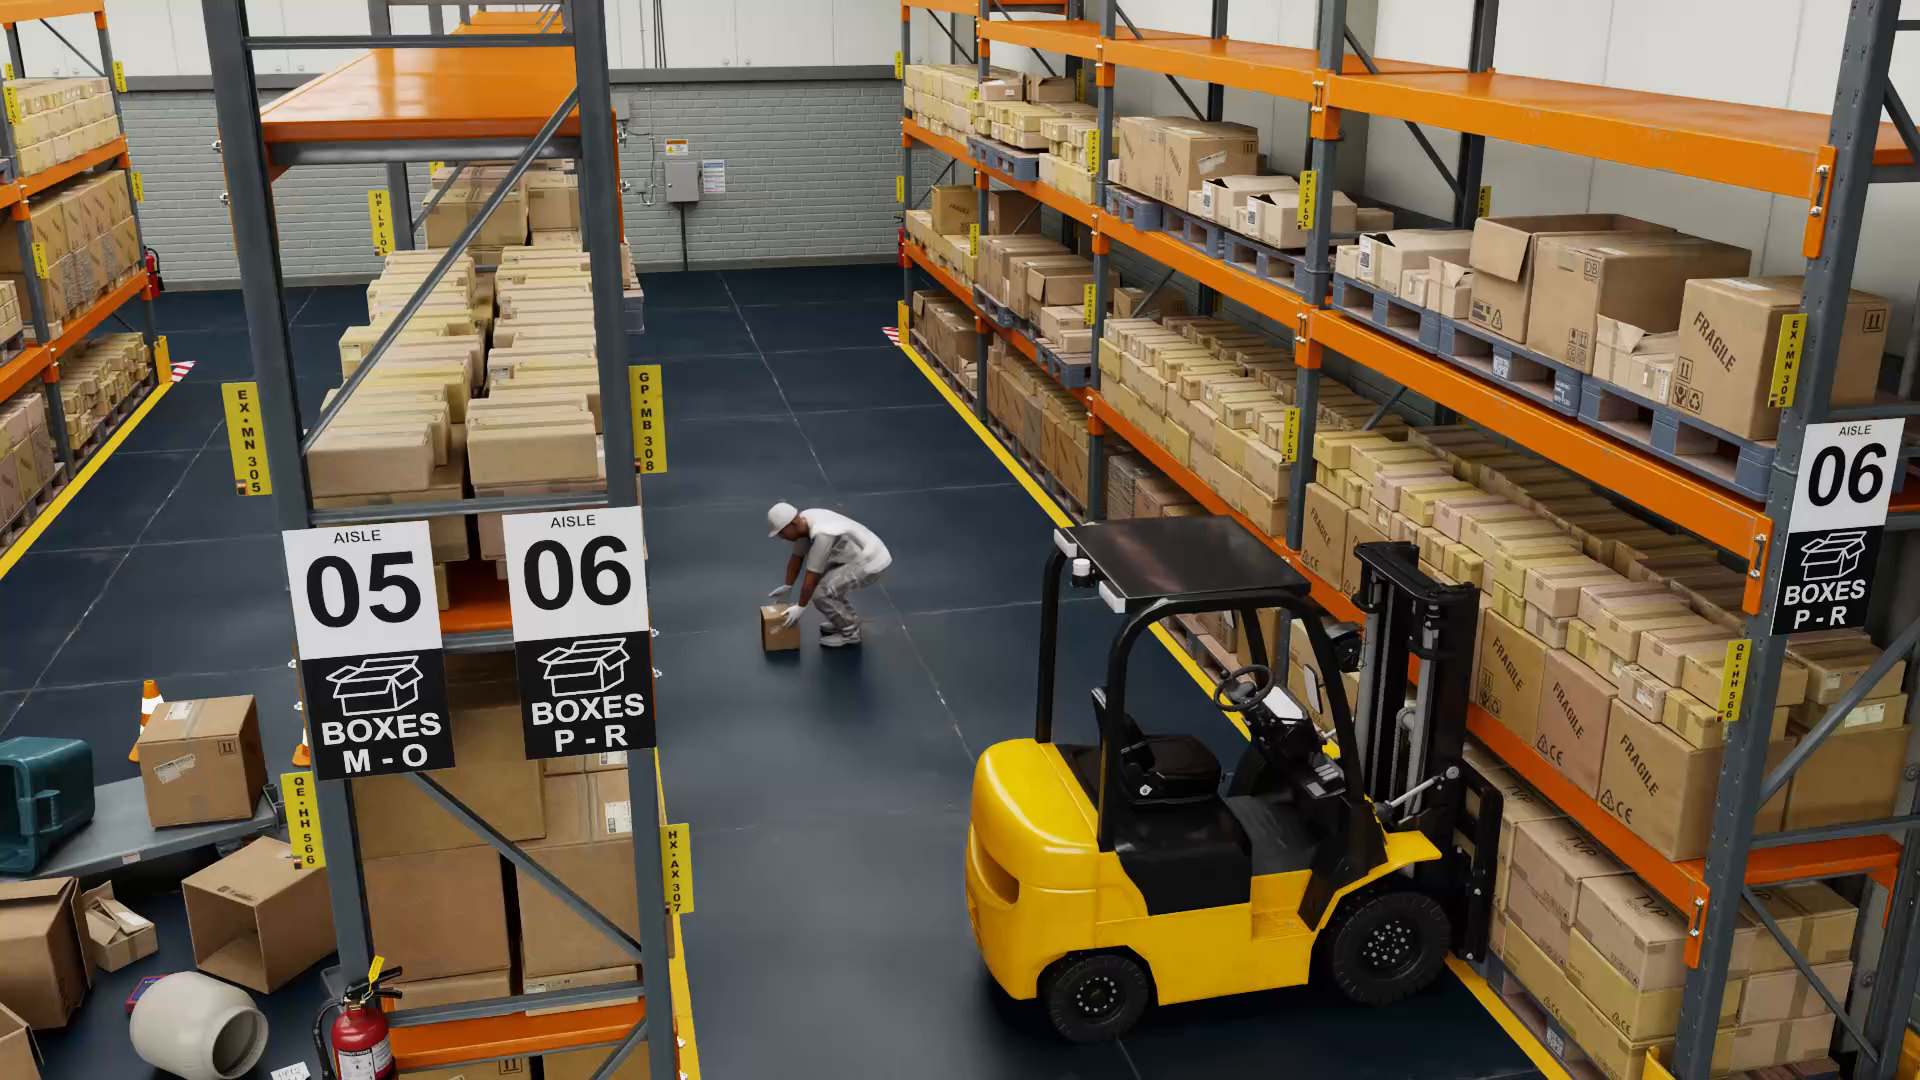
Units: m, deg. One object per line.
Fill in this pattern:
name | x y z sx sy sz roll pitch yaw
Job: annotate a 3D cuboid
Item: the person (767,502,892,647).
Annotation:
person | -0.930 0.223 11.957 0.880 1.087 0.588 -5 20 -13
